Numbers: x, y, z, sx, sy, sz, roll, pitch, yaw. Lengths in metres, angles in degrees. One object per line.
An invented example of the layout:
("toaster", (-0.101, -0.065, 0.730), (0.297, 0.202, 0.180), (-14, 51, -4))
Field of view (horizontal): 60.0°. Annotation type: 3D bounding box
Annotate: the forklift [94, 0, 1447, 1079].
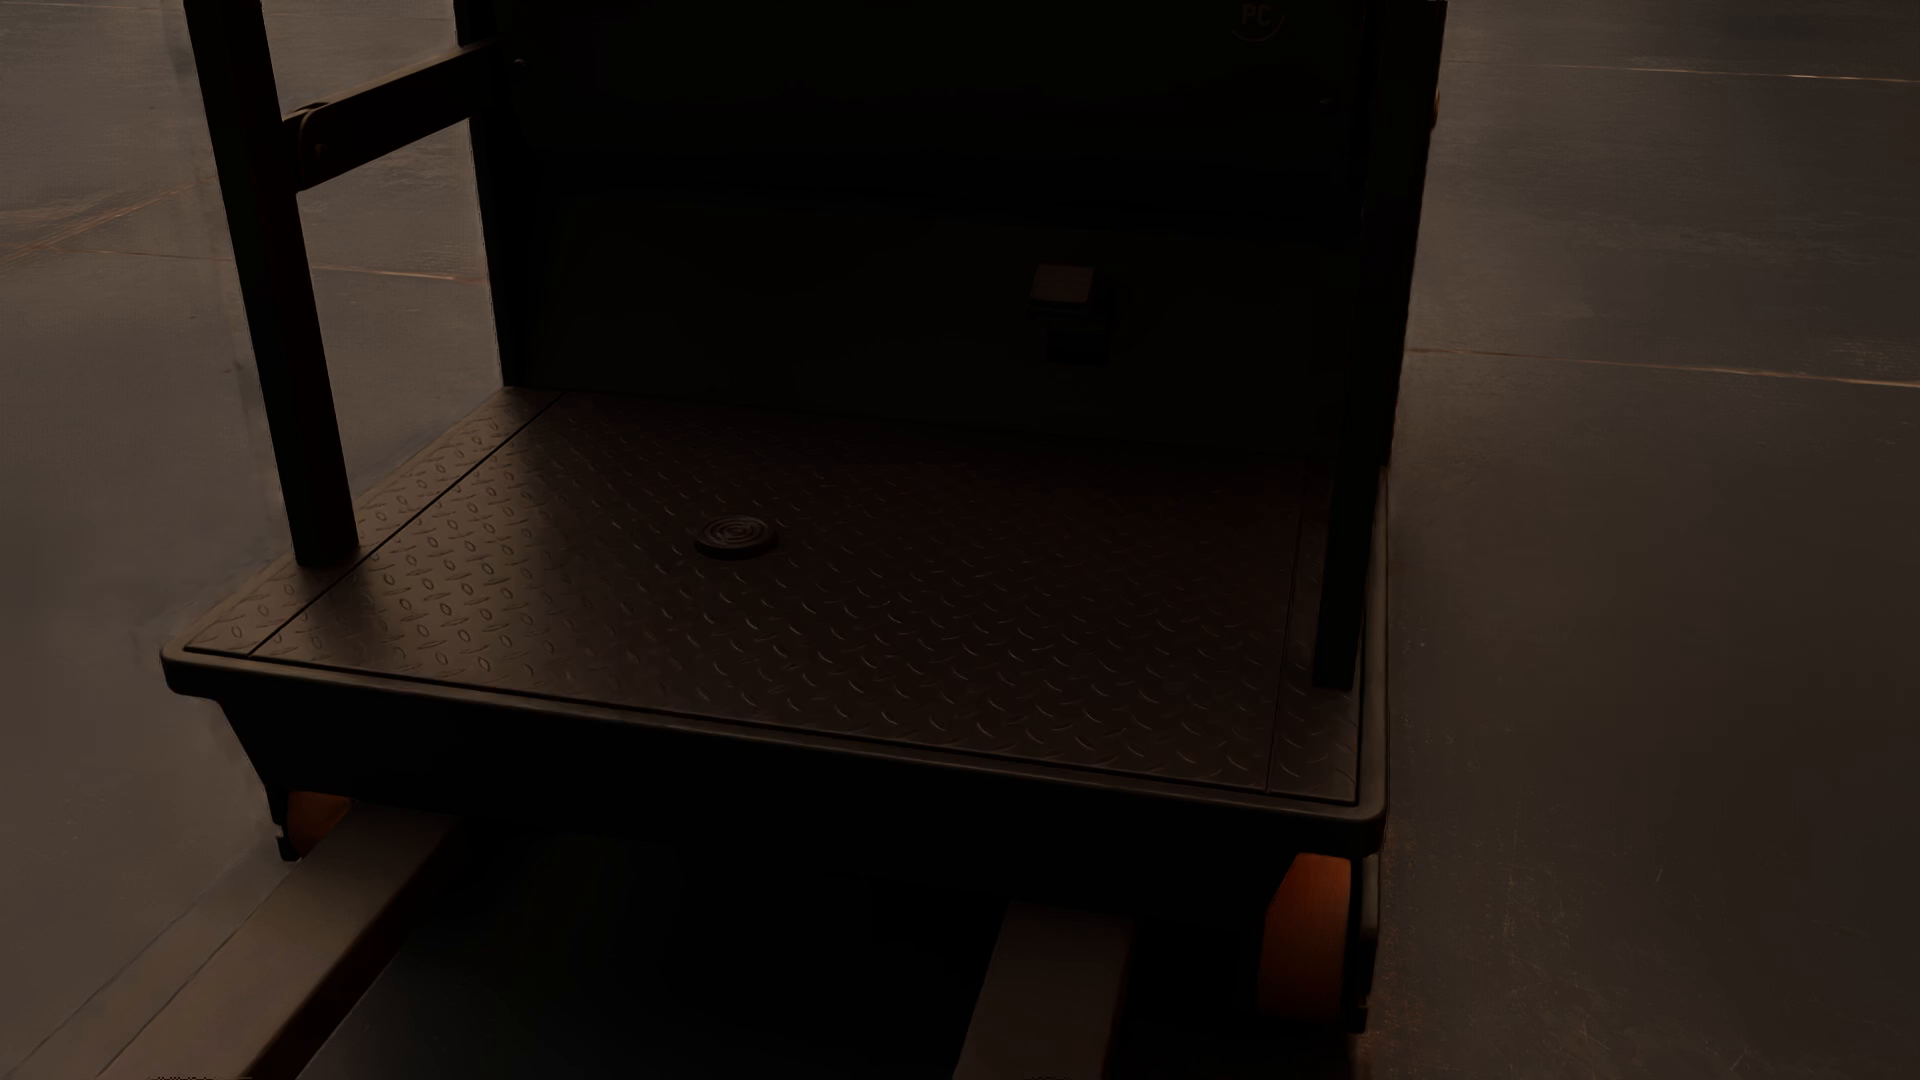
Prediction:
("forklift", (-0.093, -1.036, 1.300), (1.130, 2.935, 3.031), (6, 27, 12))
